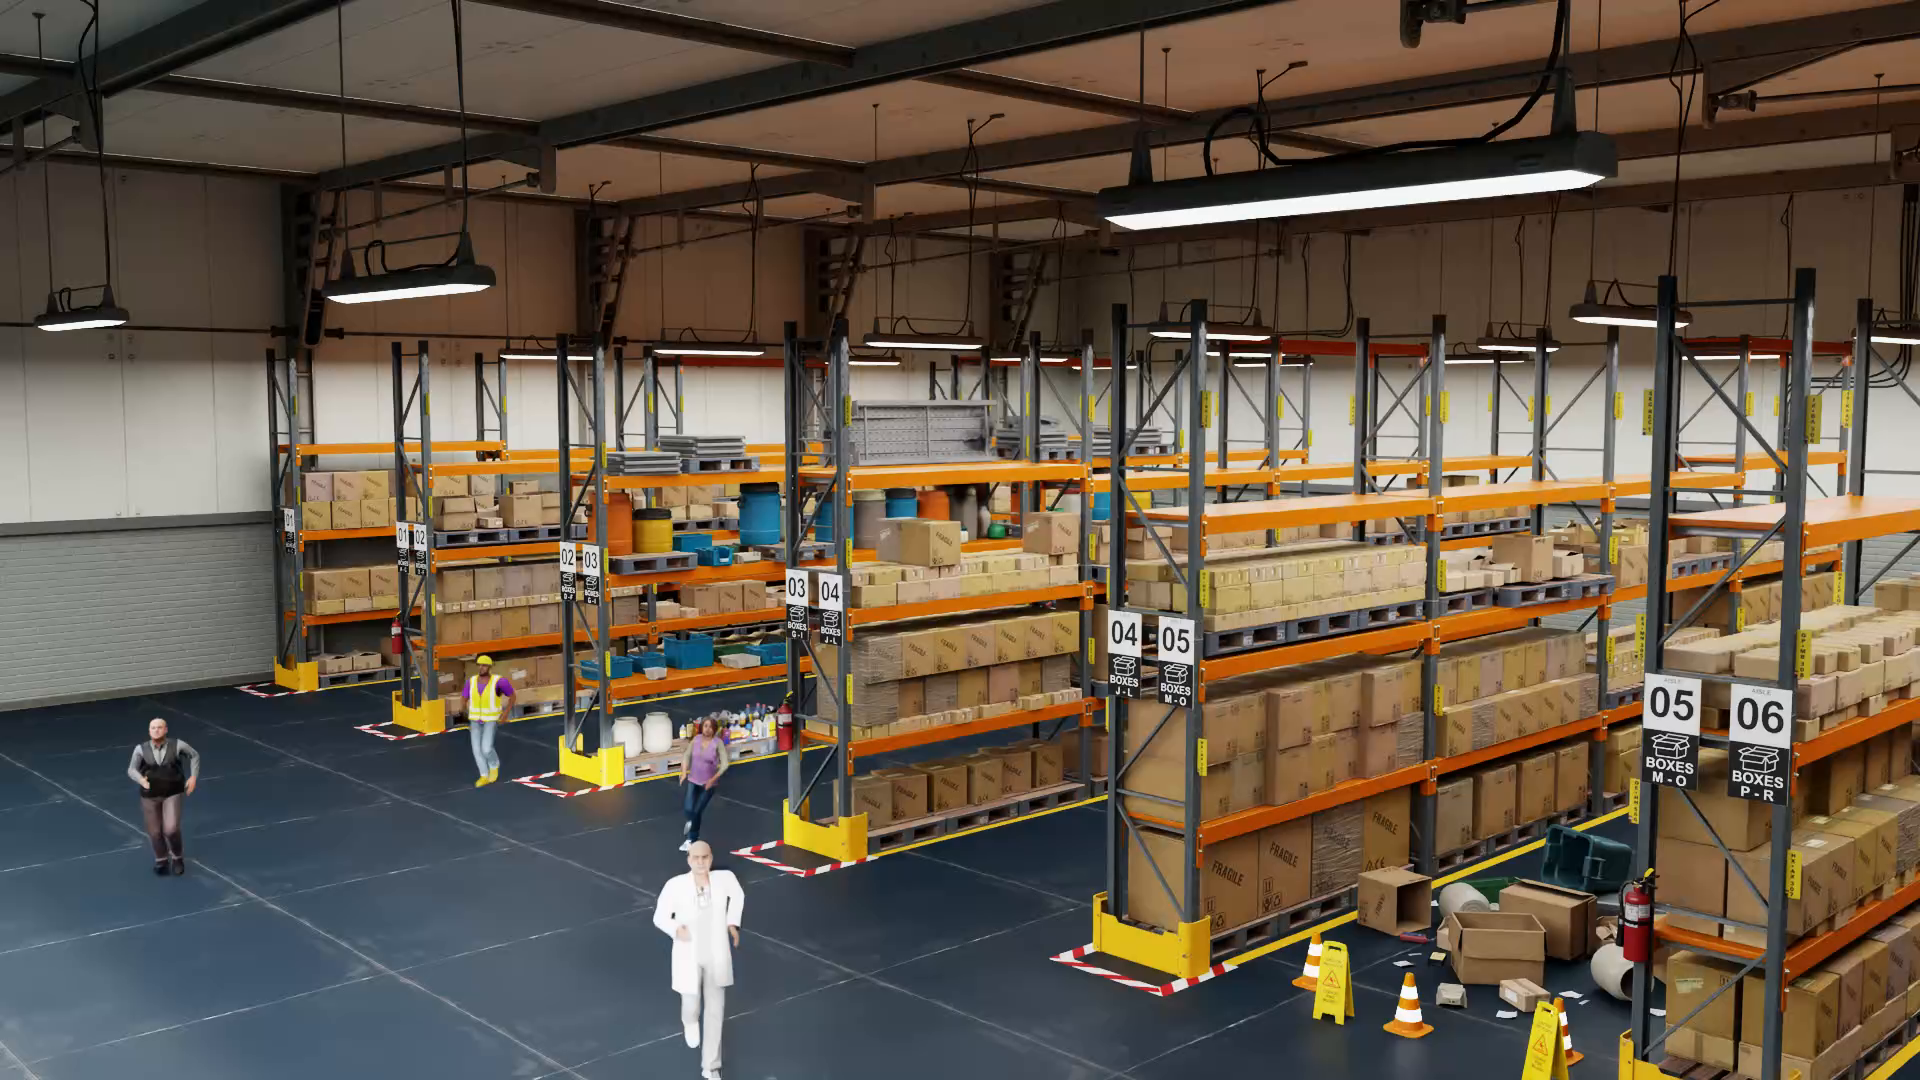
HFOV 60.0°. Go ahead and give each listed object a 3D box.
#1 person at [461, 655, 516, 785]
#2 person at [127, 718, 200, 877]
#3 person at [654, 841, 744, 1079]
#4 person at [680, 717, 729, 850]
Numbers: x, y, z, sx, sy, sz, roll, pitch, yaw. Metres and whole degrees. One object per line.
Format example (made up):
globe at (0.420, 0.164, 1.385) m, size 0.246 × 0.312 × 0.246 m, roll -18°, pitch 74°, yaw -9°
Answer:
person at (-6.294, 2.394, 21.990) m, size 0.702 × 1.735 × 0.557 m, roll 1°, pitch 5°, yaw 7°
person at (-8.551, 2.781, 17.851) m, size 0.685 × 1.739 × 0.692 m, roll -2°, pitch 5°, yaw -17°
person at (-1.964, 3.166, 12.653) m, size 0.708 × 1.768 × 1.047 m, roll -1°, pitch 5°, yaw -15°
person at (-2.919, 2.769, 18.913) m, size 0.569 × 1.523 × 0.487 m, roll 1°, pitch 5°, yaw 8°
